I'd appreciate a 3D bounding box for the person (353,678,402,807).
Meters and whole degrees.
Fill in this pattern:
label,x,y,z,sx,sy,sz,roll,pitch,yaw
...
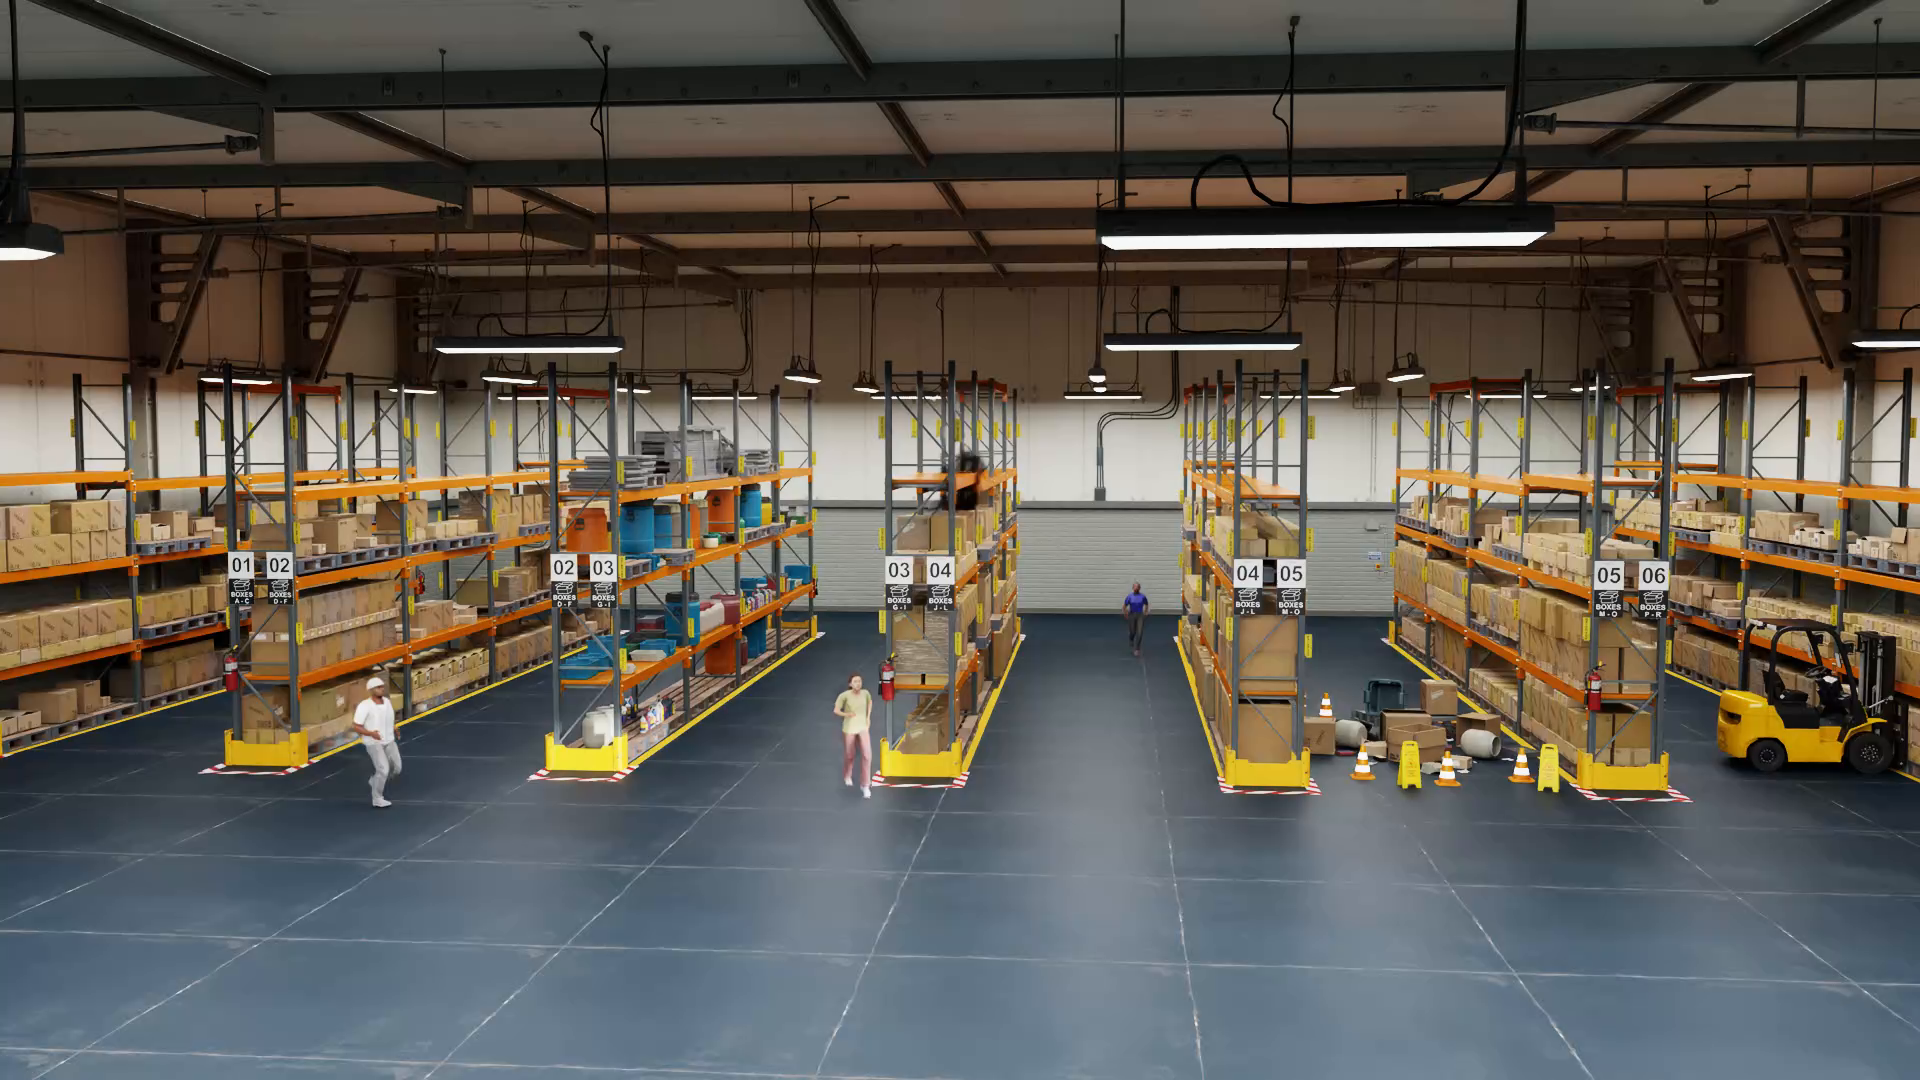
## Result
label,x,y,z,sx,sy,sz,roll,pitch,yaw
person,-7.717,2.685,22.121,0.600,1.719,0.695,2,4,28

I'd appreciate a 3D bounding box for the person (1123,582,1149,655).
label,x,y,z,sx,sy,sz,roll,pitch,yaw
person,3.958,1.756,37.339,0.582,1.618,0.578,0,4,0

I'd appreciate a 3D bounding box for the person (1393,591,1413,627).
label,x,y,z,sx,sy,sz,roll,pitch,yaw
person,10.811,1.461,40.341,0.746,1.763,0.702,2,4,23

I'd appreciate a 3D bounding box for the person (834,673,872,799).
label,x,y,z,sx,sy,sz,roll,pitch,yaw
person,-1.464,2.663,22.974,0.600,1.692,0.887,-1,4,-19
